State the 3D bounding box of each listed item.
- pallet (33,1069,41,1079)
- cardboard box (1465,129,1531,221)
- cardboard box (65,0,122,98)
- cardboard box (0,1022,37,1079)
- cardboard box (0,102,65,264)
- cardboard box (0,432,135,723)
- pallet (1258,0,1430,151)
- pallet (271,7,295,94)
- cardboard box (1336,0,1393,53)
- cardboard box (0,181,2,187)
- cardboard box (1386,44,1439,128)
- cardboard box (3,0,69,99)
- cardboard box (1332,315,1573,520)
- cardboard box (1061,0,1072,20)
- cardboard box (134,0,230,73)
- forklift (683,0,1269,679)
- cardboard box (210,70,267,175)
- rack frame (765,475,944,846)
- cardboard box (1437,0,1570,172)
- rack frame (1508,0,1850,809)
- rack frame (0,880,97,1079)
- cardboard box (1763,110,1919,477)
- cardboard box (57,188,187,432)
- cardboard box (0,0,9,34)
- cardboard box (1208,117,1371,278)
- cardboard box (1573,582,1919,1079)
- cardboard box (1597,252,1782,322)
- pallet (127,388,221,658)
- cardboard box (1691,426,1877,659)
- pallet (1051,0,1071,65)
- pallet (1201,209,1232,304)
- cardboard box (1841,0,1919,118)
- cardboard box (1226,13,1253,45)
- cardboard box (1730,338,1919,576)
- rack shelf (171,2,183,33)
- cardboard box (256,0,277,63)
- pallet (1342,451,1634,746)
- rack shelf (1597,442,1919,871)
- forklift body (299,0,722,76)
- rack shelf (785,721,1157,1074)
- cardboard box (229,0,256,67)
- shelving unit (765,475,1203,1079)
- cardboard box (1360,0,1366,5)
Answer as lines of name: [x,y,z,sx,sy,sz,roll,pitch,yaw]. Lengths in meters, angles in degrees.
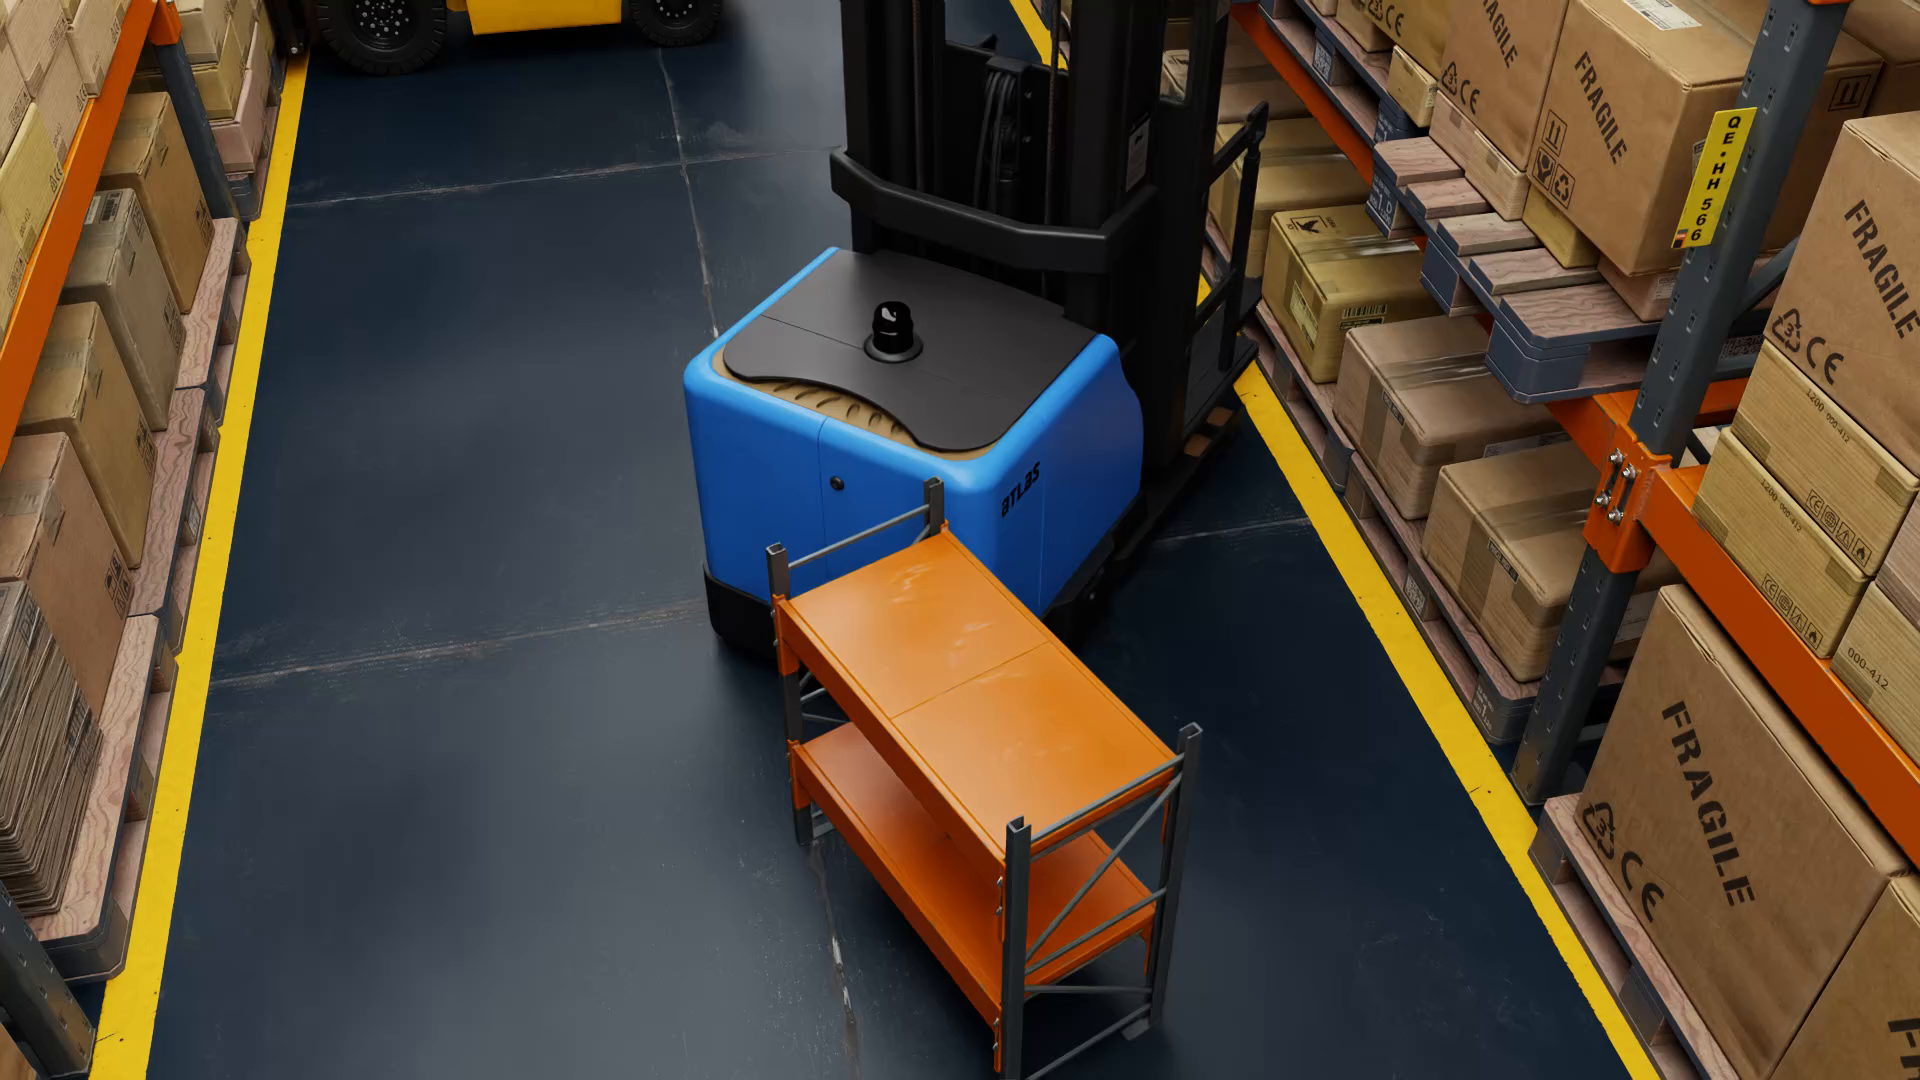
pallet: [-2.587,1.799,3.565,1.003,0.211,1.213,-8,42,-9]
cardboard box: [1.607,-1.009,4.500,0.380,0.149,0.250,-9,42,-10]
cardboard box: [-3.097,-1.656,5.469,0.500,0.250,0.500,-9,42,-10]
cardboard box: [-2.410,1.288,3.606,0.500,0.500,0.500,-7,42,-8]
cardboard box: [-2.901,-0.996,4.725,0.500,0.250,0.500,-7,42,-8]
cardboard box: [-2.982,0.169,4.773,0.875,0.625,0.625,-7,42,-8]
pallet: [1.667,-1.653,5.497,1.003,0.211,1.213,-8,42,-9]
pallet: [-3.973,-2.597,8.517,1.003,0.211,1.213,-8,42,-9]
cardboard box: [1.422,-1.682,5.258,0.380,0.149,0.250,-10,42,-11]
cardboard box: [-2.771,-0.853,4.188,0.500,0.250,0.500,-9,42,-10]
cardboard box: [1.488,-1.350,4.884,0.380,0.149,0.250,-8,42,-9]
cardboard box: [-2.997,-1.511,4.929,0.500,0.250,0.500,-8,42,-8]
cardboard box: [1.855,-0.466,5.679,0.950,0.372,0.625,-9,42,-10]
cardboard box: [0.756,-2.857,8.464,0.500,0.250,0.500,-9,42,-10]
cardboard box: [-3.373,-2.187,6.956,0.500,0.250,0.500,-9,42,-10]
forklift: [0.381,-1.454,5.180,1.130,2.935,3.031,21,46,22]
cardboard box: [-3.356,-1.816,7.291,0.500,0.250,0.500,-8,42,-9]
rack frame: [-0.257,0.356,4.502,0.500,1.125,0.032,-24,47,-25]
cardboard box: [1.642,-1.341,4.386,0.500,0.500,0.500,-9,42,-10]
rack frame: [2.134,-0.447,3.994,1.000,3.000,0.127,-8,42,-9]
rack frame: [-2.712,0.267,3.190,1.000,3.000,0.127,-8,42,-9]
cardboard box: [2.002,-0.504,3.229,0.500,0.500,0.500,-10,43,-11]
cardboard box: [-3.291,-0.754,5.813,0.875,0.625,0.625,-9,42,-10]
cardboard box: [-2.847,-1.432,4.539,0.380,0.149,0.250,-9,42,-10]
cardboard box: [1.545,-1.409,6.741,0.950,0.372,0.625,-6,42,-7]
cardboard box: [2.202,0.650,4.042,0.875,0.875,0.875,-9,42,-10]
cardboard box: [1.834,-0.689,4.139,0.380,0.149,0.250,-7,42,-8]
pallet: [-3.111,-0.019,5.612,1.003,0.211,1.213,-8,42,-9]
cardboard box: [1.994,-0.038,3.646,0.500,0.250,0.500,-9,42,-10]
pallet: [1.091,-2.427,8.325,1.003,0.211,1.213,-8,42,-9]
pallet: [1.440,-1.493,7.272,1.003,0.211,1.213,-8,42,-9]
cardboard box: [2.263,-1.078,4.089,0.500,0.500,0.500,-9,42,-10]
cardboard box: [1.407,-2.590,8.163,0.500,0.250,0.500,-10,43,-11]
cardboard box: [2.002,-0.214,3.468,0.500,0.250,0.500,-9,42,-10]
rack shelf: [-4.007,-3.354,7.810,1.077,0.370,4.000,-8,42,-9]
cardboard box: [-3.607,-2.474,8.032,0.500,0.250,0.500,-8,42,-9]
pallet: [1.967,0.089,5.491,1.003,0.211,1.213,-8,42,-9]
rack shelf: [2.566,1.118,2.772,1.077,0.370,4.000,-8,42,-9]
forklift body: [-2.248,-3.634,8.223,2.313,2.155,1.214,-8,42,-9]
rack shelf: [0.027,0.819,4.348,0.538,0.278,1.000,-24,47,-25]
cardboard box: [-3.489,-2.326,7.489,0.500,0.250,0.500,-9,42,-10]
shelving unit: [0.027,0.636,4.186,0.538,1.125,1.048,-24,47,-25]
cardboard box: [1.416,-2.022,5.153,0.500,0.500,0.500,-10,43,-11]
